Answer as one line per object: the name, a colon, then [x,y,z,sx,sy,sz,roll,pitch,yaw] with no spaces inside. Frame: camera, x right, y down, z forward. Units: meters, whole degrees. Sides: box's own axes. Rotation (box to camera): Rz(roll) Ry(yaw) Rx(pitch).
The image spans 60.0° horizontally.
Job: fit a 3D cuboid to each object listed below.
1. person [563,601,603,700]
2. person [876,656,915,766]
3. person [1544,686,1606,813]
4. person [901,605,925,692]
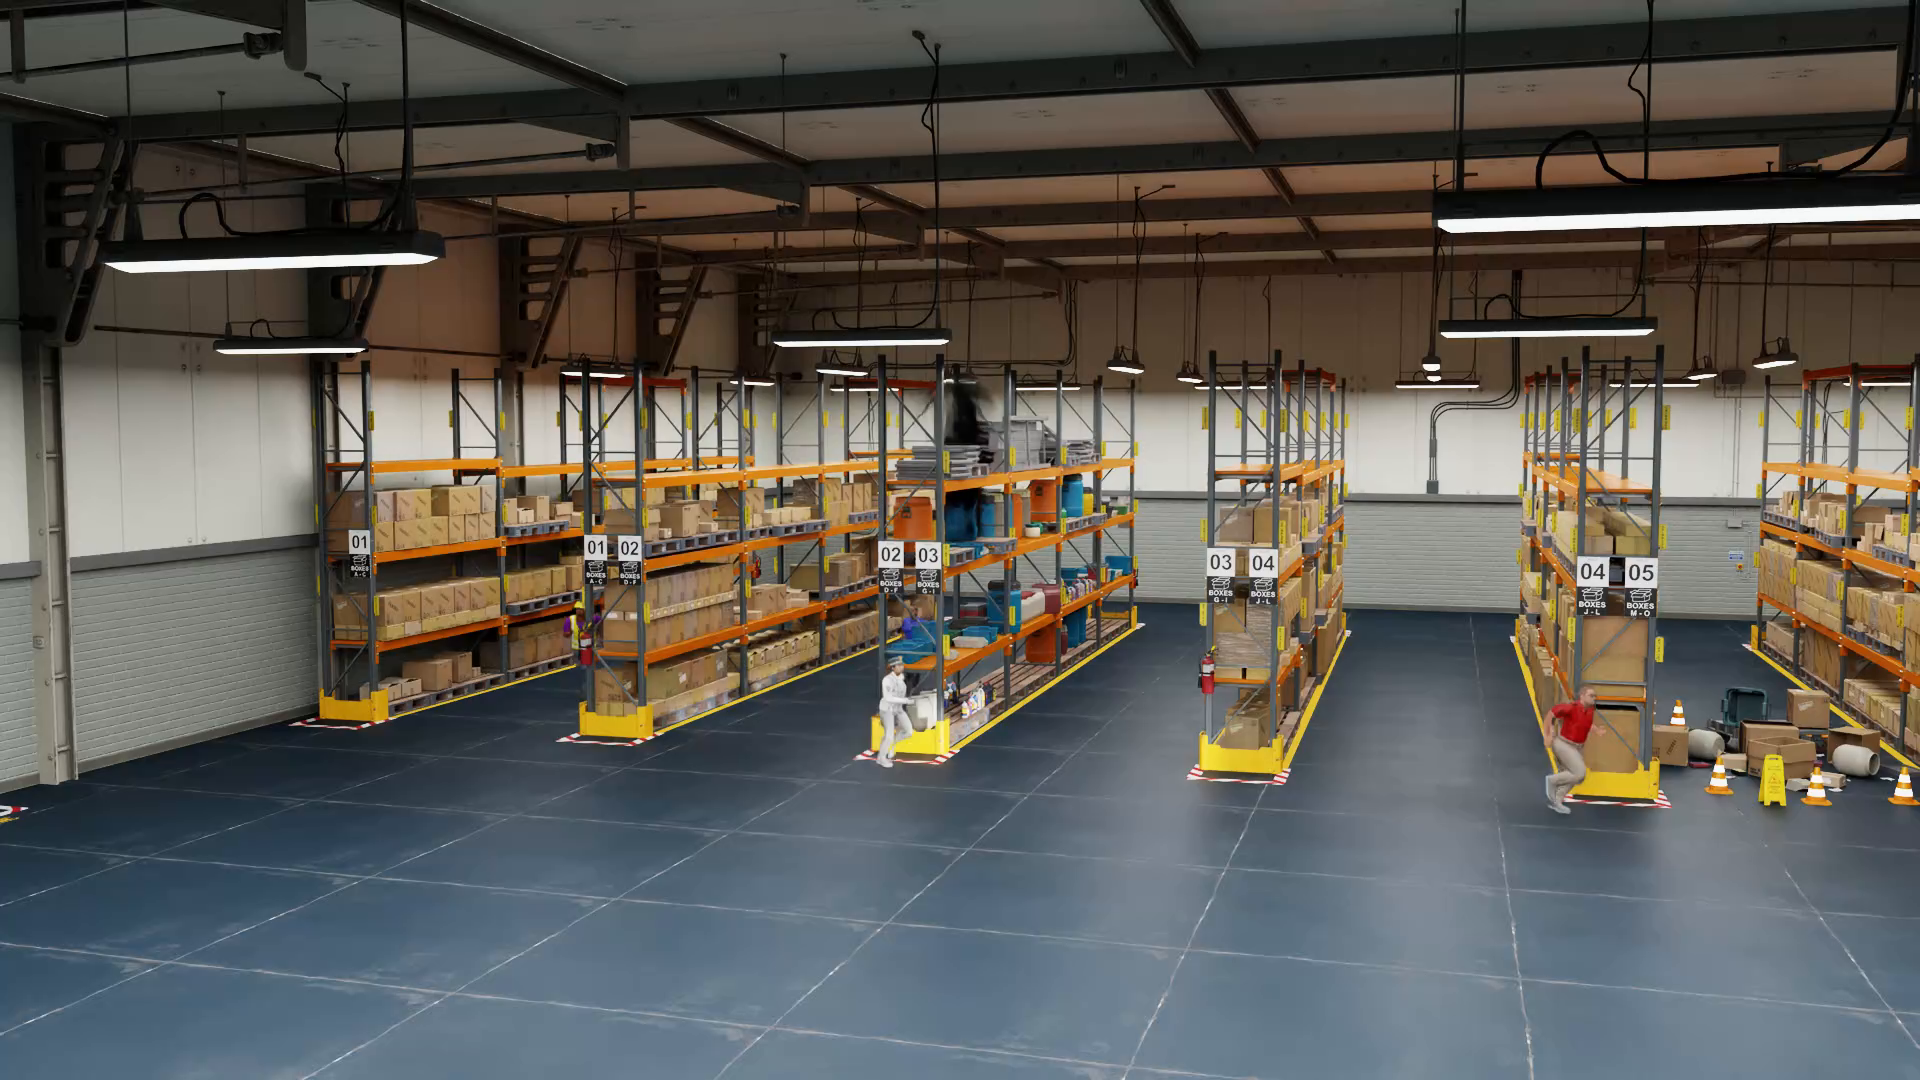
person: [-6.806,1.994,30.046,0.662,1.818,0.831,0,4,6]
person: [-0.923,2.465,23.980,0.677,1.627,0.579,3,5,40]
person: [7.847,2.674,21.172,0.649,1.650,0.725,-4,6,-42]
person: [-0.866,2.004,30.603,0.561,1.621,0.573,1,4,13]
